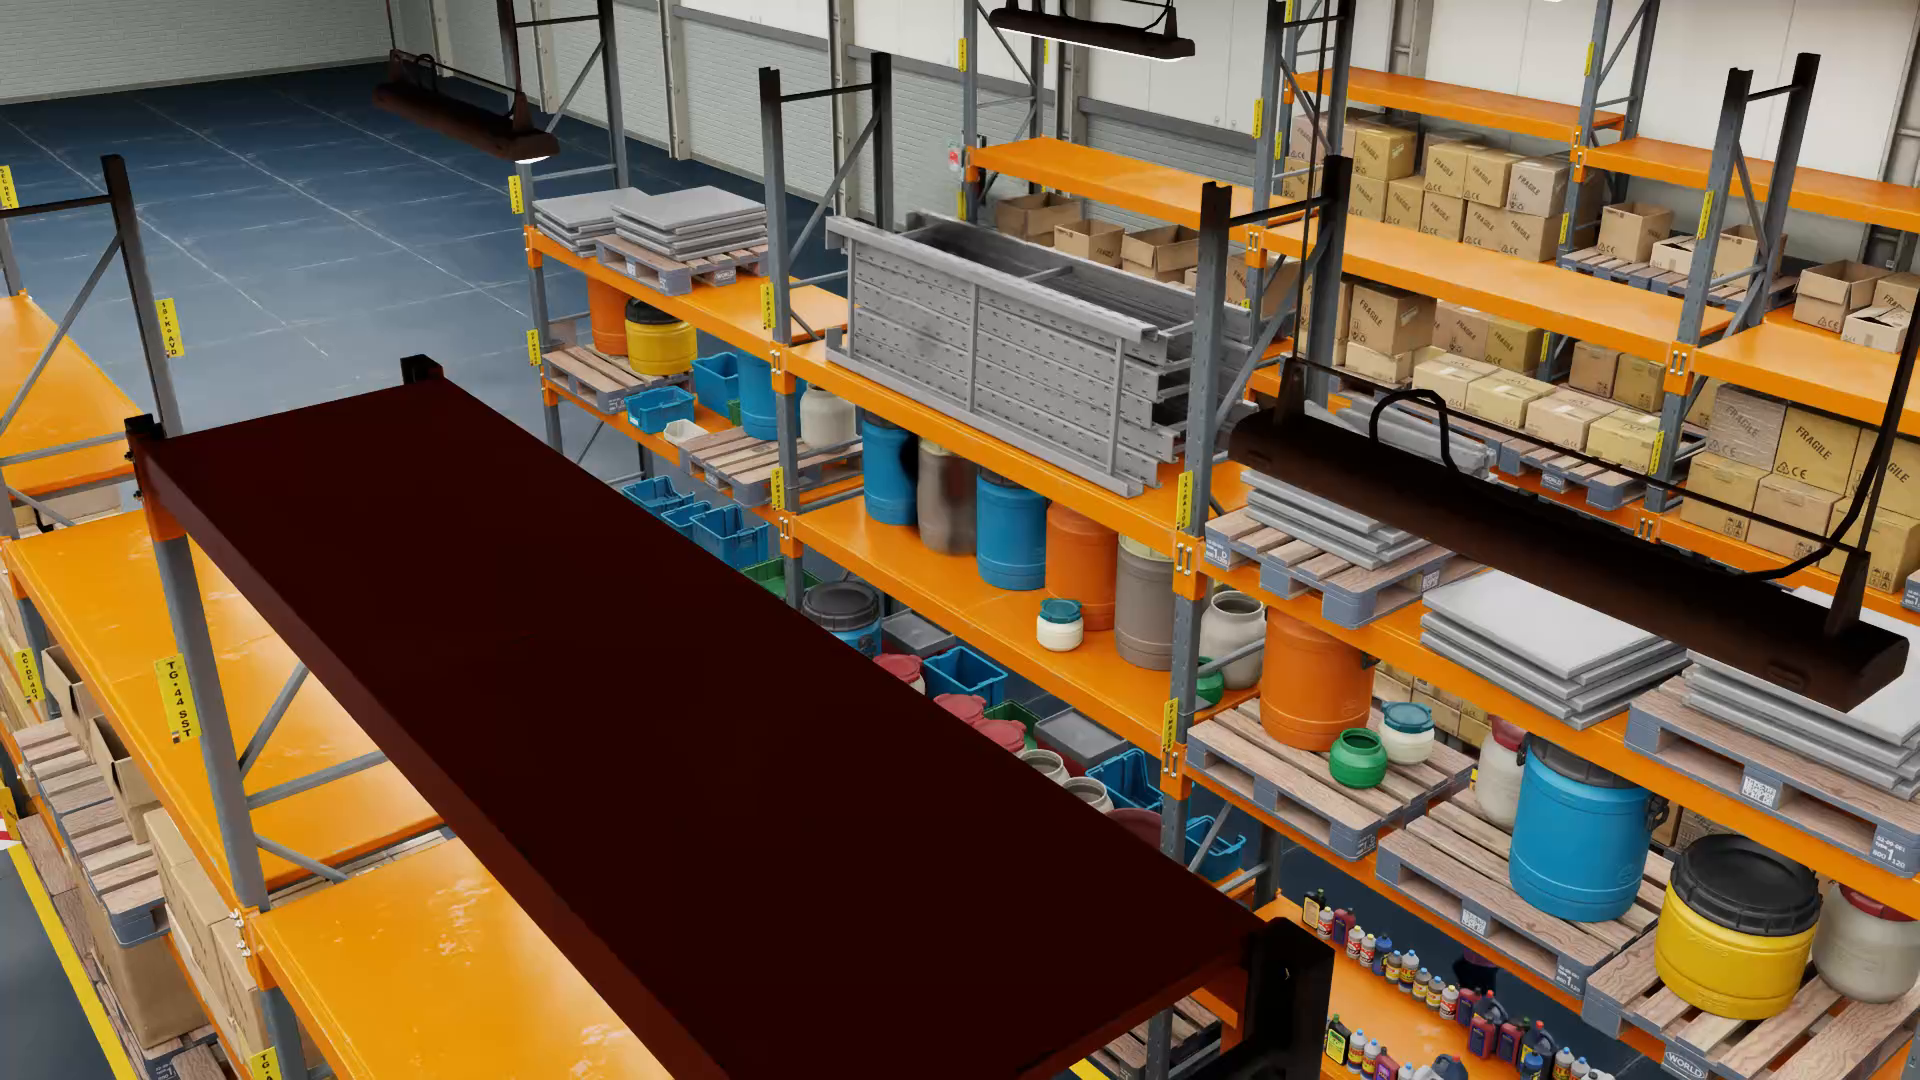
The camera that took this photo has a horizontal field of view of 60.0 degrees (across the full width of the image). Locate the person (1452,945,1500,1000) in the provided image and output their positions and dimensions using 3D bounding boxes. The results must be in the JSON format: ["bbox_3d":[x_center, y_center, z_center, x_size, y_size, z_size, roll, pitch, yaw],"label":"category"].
[{"bbox_3d":[3.427,2.723,10.847,0.507,1.637,0.697,-17,31,-32],"label":"person"}]
